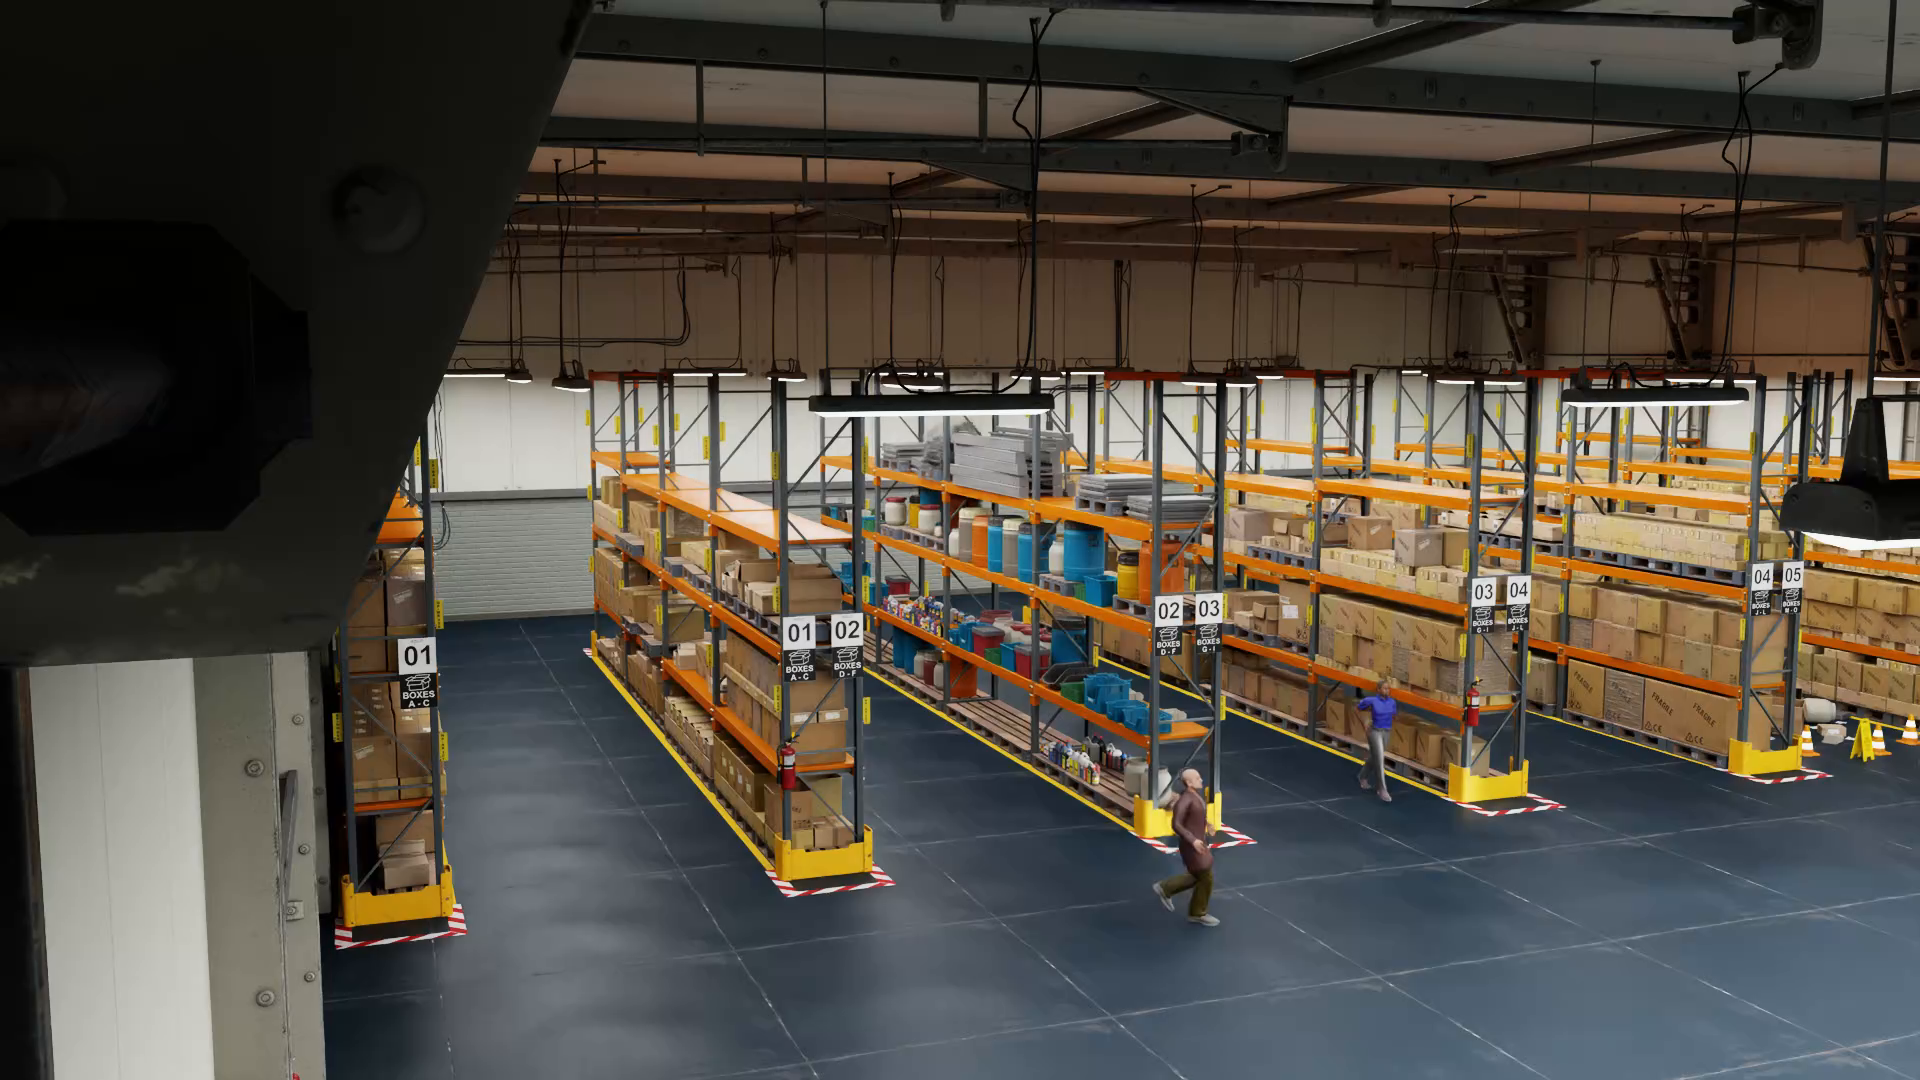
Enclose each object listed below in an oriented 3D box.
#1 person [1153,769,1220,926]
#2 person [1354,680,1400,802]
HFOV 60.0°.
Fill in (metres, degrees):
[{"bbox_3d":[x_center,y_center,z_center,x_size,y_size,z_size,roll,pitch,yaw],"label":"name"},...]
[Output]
[{"bbox_3d":[2.539,3.407,18.538,0.747,1.763,0.706,2,7,13],"label":"person"},{"bbox_3d":[6.014,2.813,23.781,0.568,1.643,0.932,-3,7,-23],"label":"person"}]
